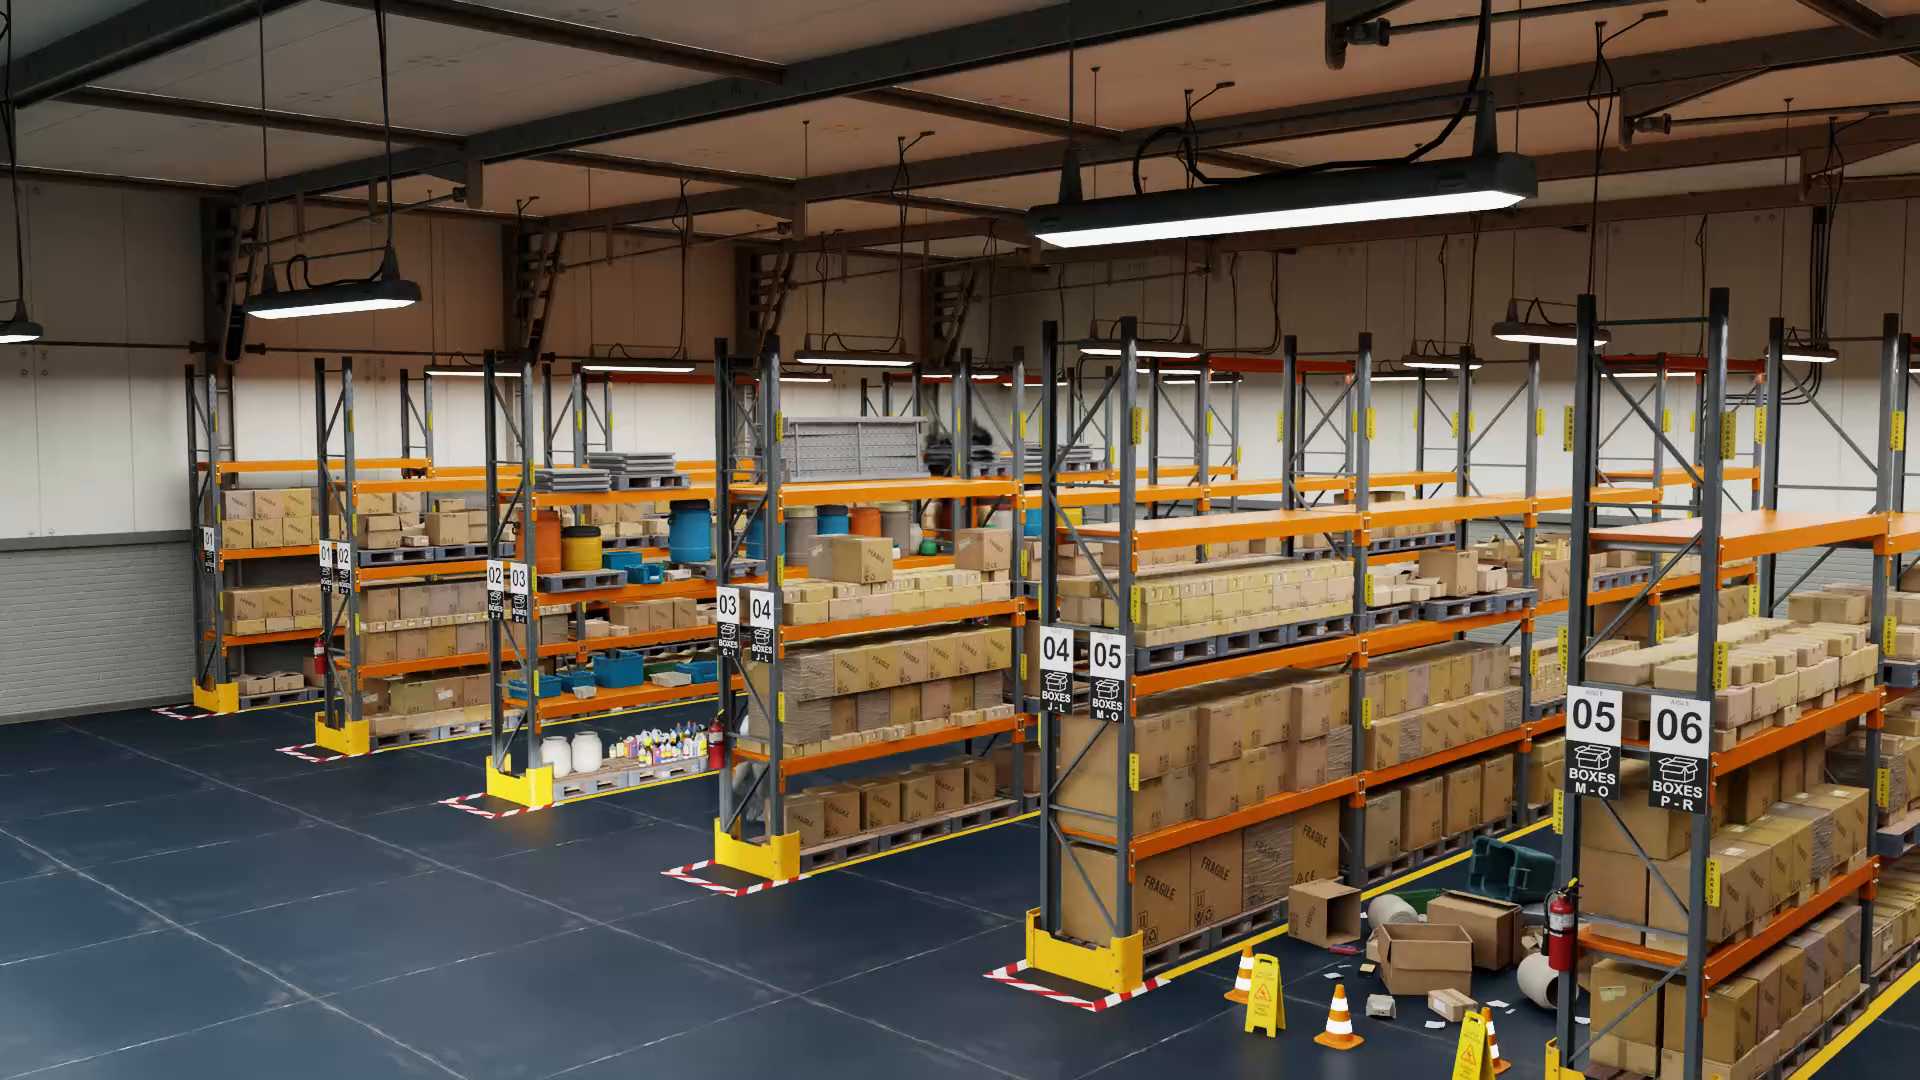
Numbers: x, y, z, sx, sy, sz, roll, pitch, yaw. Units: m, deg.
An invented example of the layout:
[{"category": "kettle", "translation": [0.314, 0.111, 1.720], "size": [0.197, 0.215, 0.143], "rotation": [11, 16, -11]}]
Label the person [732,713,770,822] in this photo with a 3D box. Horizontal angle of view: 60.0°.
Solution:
[{"category": "person", "translation": [-2.599, 2.726, 20.829], "size": [0.550, 1.664, 0.646], "rotation": [3, 5, 36]}]

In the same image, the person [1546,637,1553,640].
[{"category": "person", "translation": [9.639, 2.328, 26.694], "size": [0.950, 1.595, 0.688], "rotation": [-4, 6, -39]}]
